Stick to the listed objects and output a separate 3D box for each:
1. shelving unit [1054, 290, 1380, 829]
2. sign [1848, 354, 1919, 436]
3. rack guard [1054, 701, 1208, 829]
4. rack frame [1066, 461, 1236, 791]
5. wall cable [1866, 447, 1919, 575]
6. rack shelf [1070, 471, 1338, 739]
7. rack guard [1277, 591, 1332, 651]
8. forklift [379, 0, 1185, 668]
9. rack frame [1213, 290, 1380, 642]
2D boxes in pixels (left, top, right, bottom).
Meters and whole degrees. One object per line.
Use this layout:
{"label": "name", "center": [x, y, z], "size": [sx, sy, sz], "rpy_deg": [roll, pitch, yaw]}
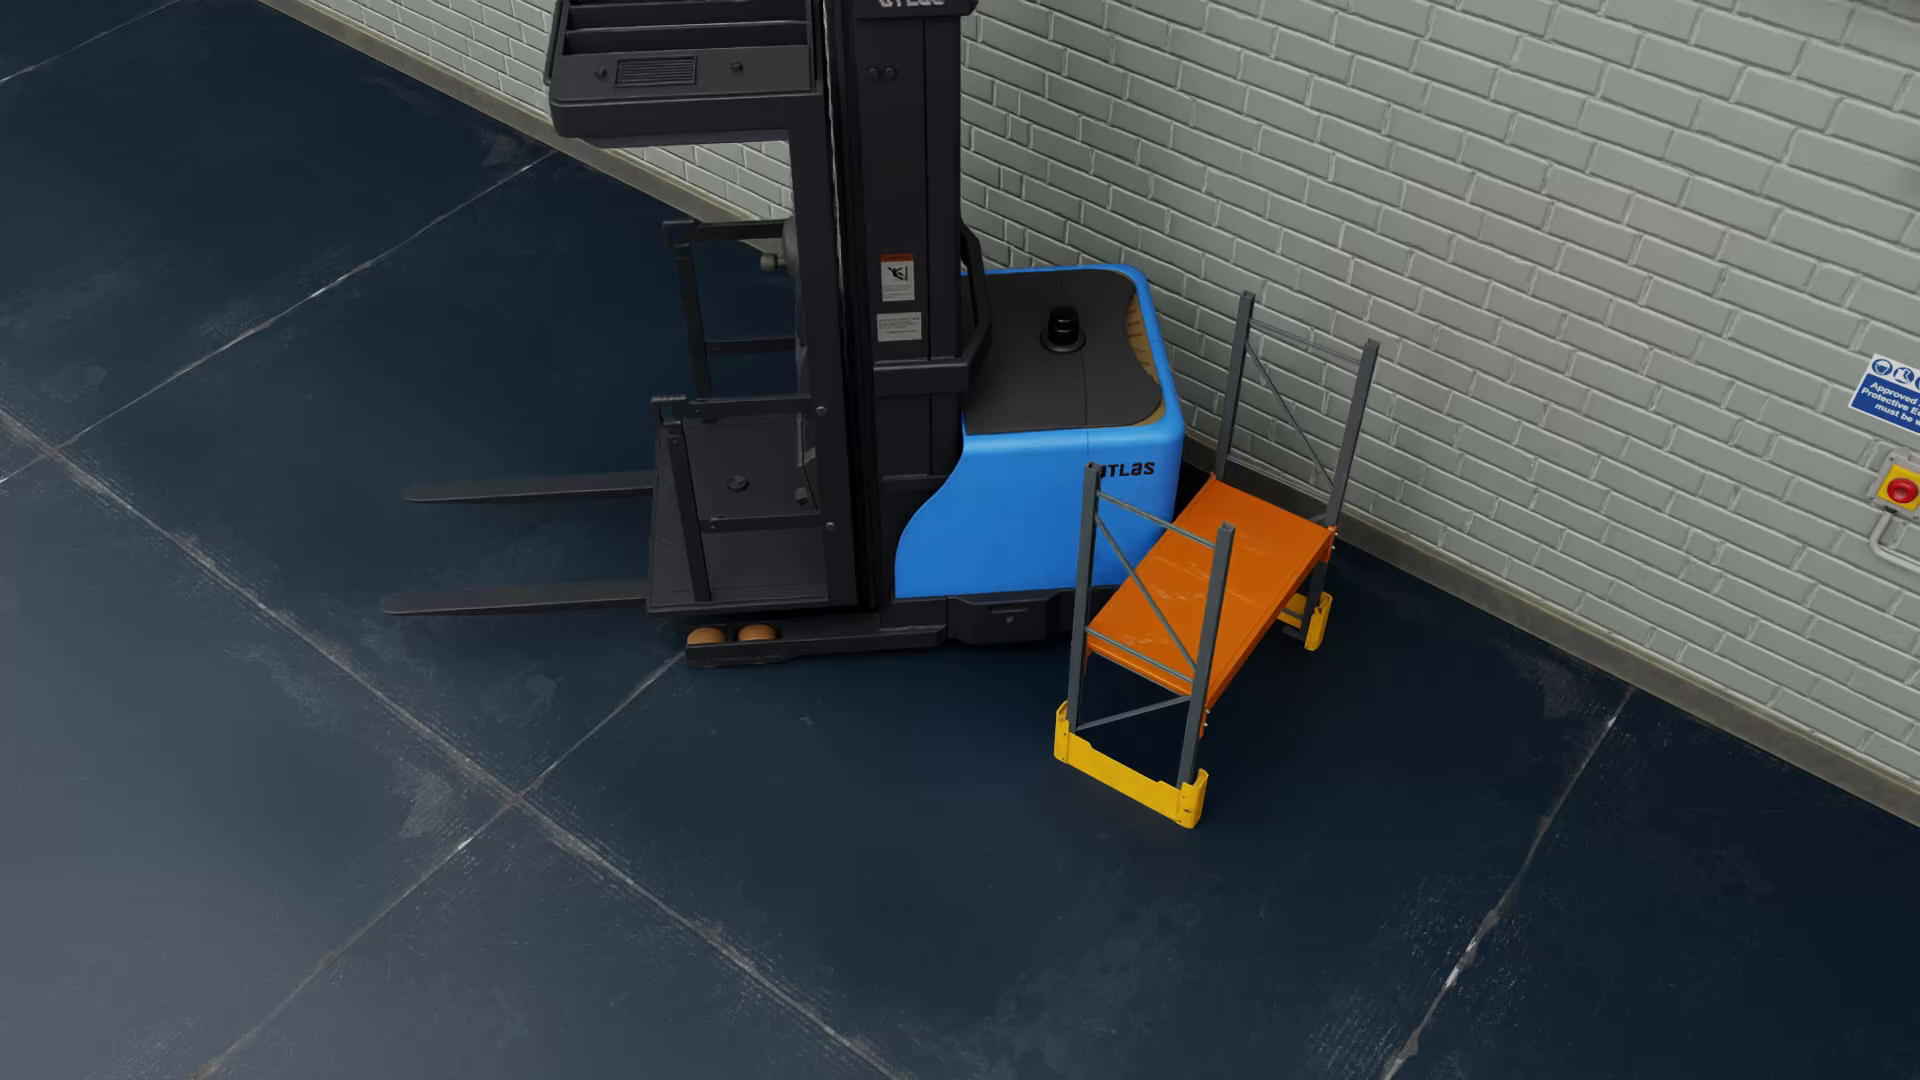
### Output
{"label": "shelving unit", "center": [0.885, 0.076, 5.805], "size": [0.587, 1.500, 1.083], "rpy_deg": [26, 52, 23]}
{"label": "sign", "center": [2.905, -0.420, 5.055], "size": [0.327, 0.218, 0.001], "rpy_deg": [29, 53, 25]}
{"label": "rack guard", "center": [0.605, 0.805, 5.972], "size": [0.587, 0.250, 0.087], "rpy_deg": [26, 52, 23]}
{"label": "rack frame", "center": [0.595, 0.385, 5.509], "size": [0.500, 1.500, 0.032], "rpy_deg": [26, 52, 23]}
{"label": "wall cable", "center": [2.906, -0.632, 4.720], "size": [0.585, 1.953, 0.123], "rpy_deg": [29, 53, 25]}
{"label": "rack shelf", "center": [0.880, 0.205, 5.930], "size": [0.538, 0.185, 1.000], "rpy_deg": [26, 52, 23]}
{"label": "rack guard", "center": [1.165, 0.210, 6.542], "size": [0.587, 0.250, 0.087], "rpy_deg": [26, 52, 23]}
{"label": "forklift", "center": [-0.737, -0.918, 5.764], "size": [3.031, 2.935, 1.130], "rpy_deg": [-3, 46, -3]}
{"label": "rack frame", "center": [1.166, -0.223, 6.090], "size": [0.500, 1.500, 0.032], "rpy_deg": [26, 52, 23]}
